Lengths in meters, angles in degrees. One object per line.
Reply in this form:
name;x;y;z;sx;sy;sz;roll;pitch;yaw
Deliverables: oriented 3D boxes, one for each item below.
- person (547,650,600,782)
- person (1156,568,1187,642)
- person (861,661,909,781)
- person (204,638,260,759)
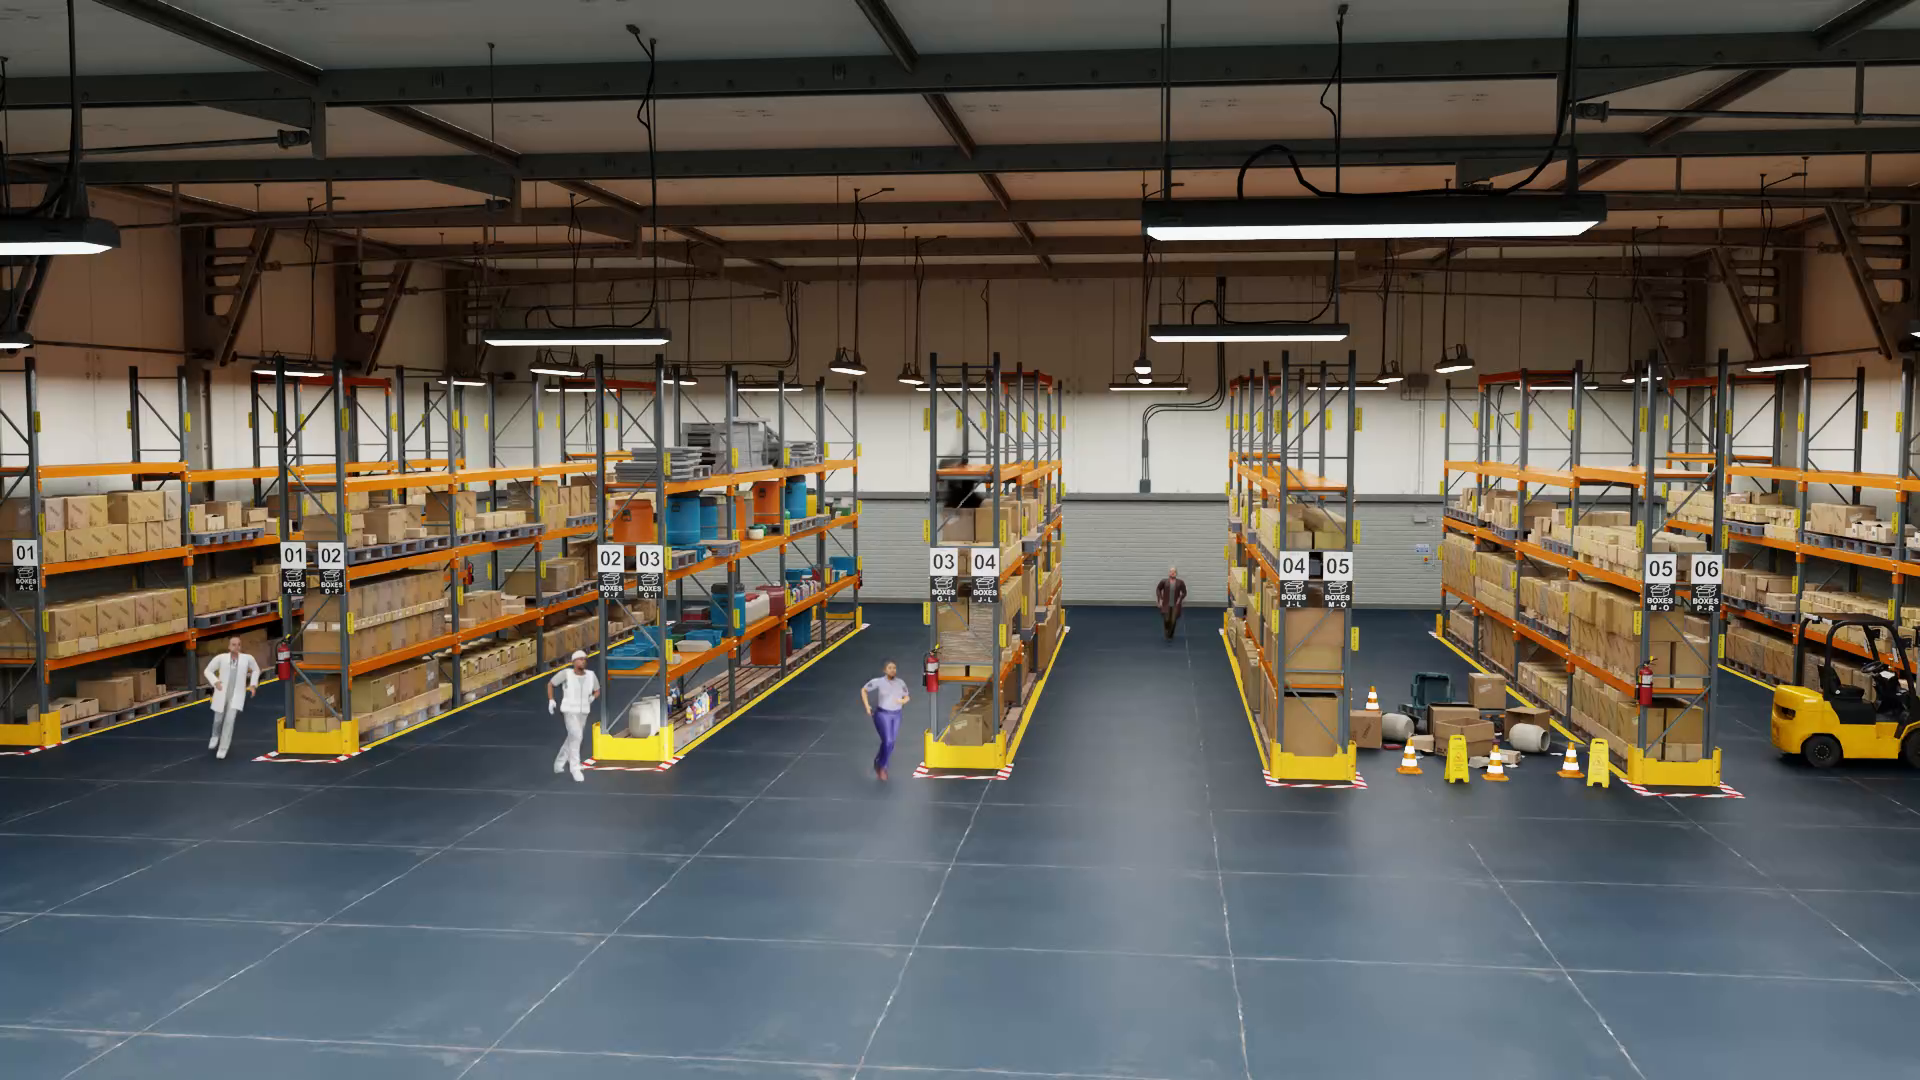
person;-5.389;2.453;23.465;0.705;1.767;0.833;-4;6;-43
person;4.815;1.477;37.861;0.691;1.705;0.644;0;4;5
person;-1.011;2.550;23.458;0.603;1.686;0.640;-3;5;-34
person;-10.967;2.342;25.054;0.770;1.739;1.049;-2;4;-20
